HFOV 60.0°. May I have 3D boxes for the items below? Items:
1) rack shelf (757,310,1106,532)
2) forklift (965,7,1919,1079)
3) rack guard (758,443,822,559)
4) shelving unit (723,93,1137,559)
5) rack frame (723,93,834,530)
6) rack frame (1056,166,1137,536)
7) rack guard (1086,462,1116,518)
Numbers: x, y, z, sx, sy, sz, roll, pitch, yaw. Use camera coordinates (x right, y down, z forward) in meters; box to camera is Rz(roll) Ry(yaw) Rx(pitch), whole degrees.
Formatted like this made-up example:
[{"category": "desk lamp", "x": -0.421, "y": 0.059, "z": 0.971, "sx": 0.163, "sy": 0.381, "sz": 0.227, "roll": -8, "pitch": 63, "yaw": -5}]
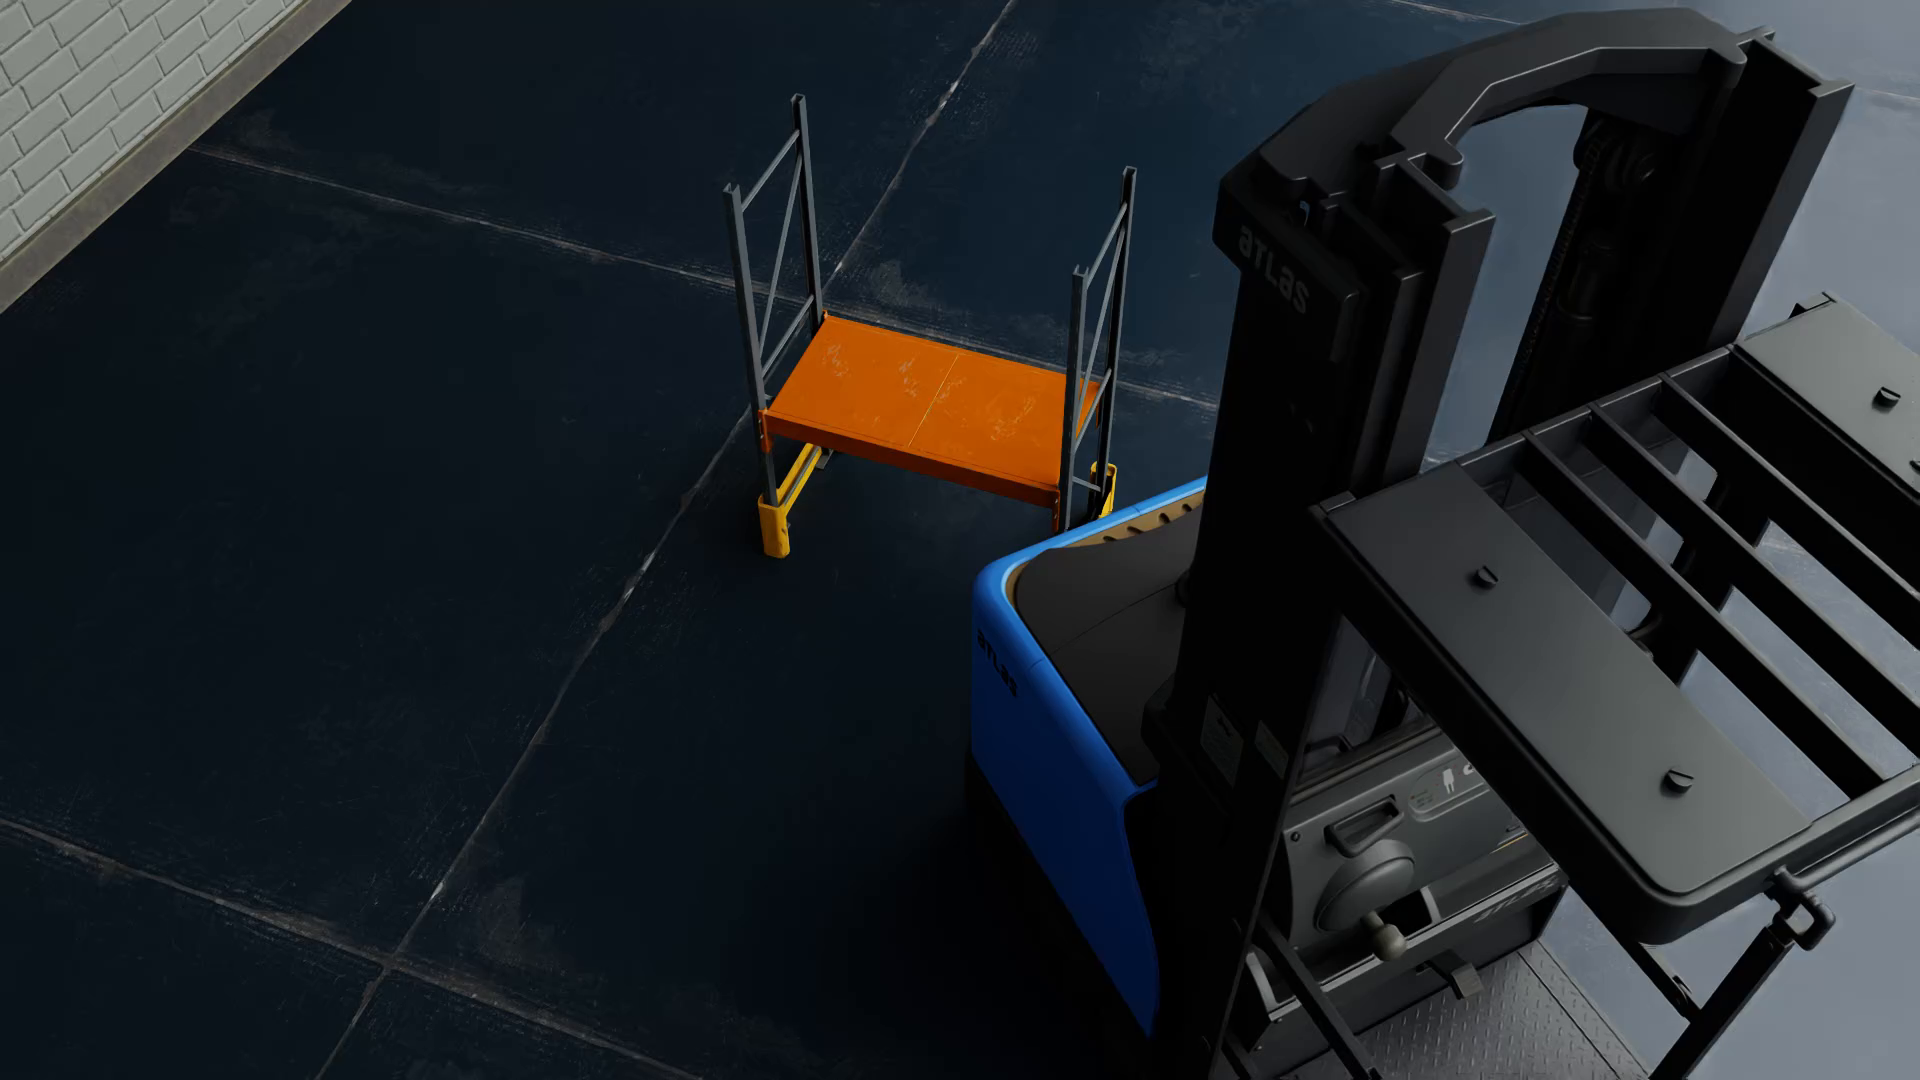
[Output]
[{"category": "rack shelf", "x": -0.080, "y": -0.396, "z": 5.339, "sx": 1.000, "sy": 0.185, "sz": 0.538, "roll": 16, "pitch": 51, "yaw": 13}, {"category": "forklift", "x": 1.143, "y": 0.640, "z": 3.256, "sx": 1.130, "sy": 2.935, "sz": 3.031, "roll": -22, "pitch": 52, "yaw": -18}, {"category": "rack guard", "x": -0.539, "y": -0.232, "z": 5.786, "sx": 0.087, "sy": 0.250, "sz": 0.587, "roll": 16, "pitch": 51, "yaw": 13}, {"category": "shelving unit", "x": -0.072, "y": -0.511, "z": 5.201, "sx": 1.083, "sy": 1.500, "sz": 0.587, "roll": 16, "pitch": 51, "yaw": 13}, {"category": "rack frame", "x": -0.557, "y": -0.647, "z": 5.318, "sx": 0.032, "sy": 1.500, "sz": 0.500, "roll": 16, "pitch": 51, "yaw": 13}, {"category": "rack frame", "x": 0.397, "y": -0.380, "z": 5.087, "sx": 0.032, "sy": 1.500, "sz": 0.500, "roll": 16, "pitch": 51, "yaw": 13}, {"category": "rack guard", "x": 0.396, "y": 0.029, "z": 5.560, "sx": 0.087, "sy": 0.250, "sz": 0.587, "roll": 16, "pitch": 51, "yaw": 13}]
